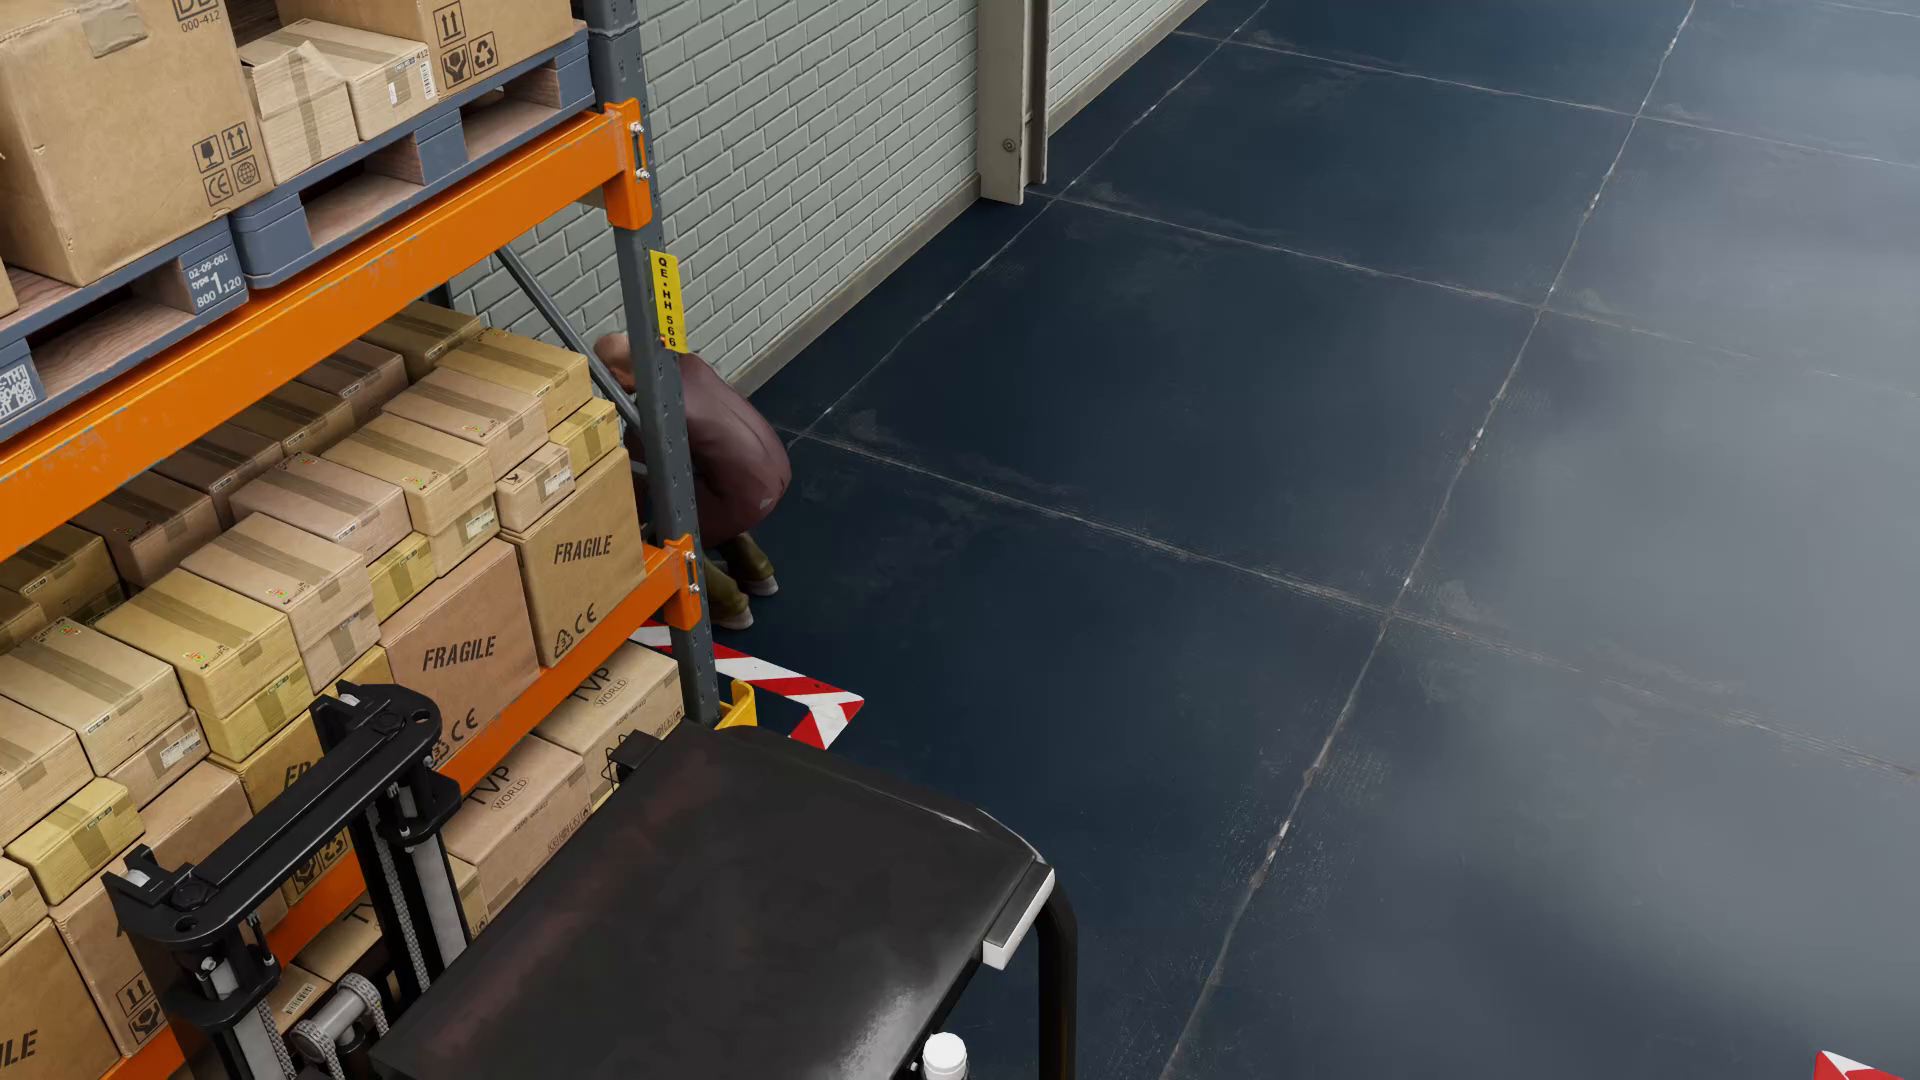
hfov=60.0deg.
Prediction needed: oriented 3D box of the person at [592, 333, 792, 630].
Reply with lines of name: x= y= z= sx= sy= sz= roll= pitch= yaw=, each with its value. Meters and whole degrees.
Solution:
person: x=-1.089 y=-0.236 z=6.871 sx=0.780 sy=1.294 sz=0.633 roll=13 pitch=39 yaw=16
